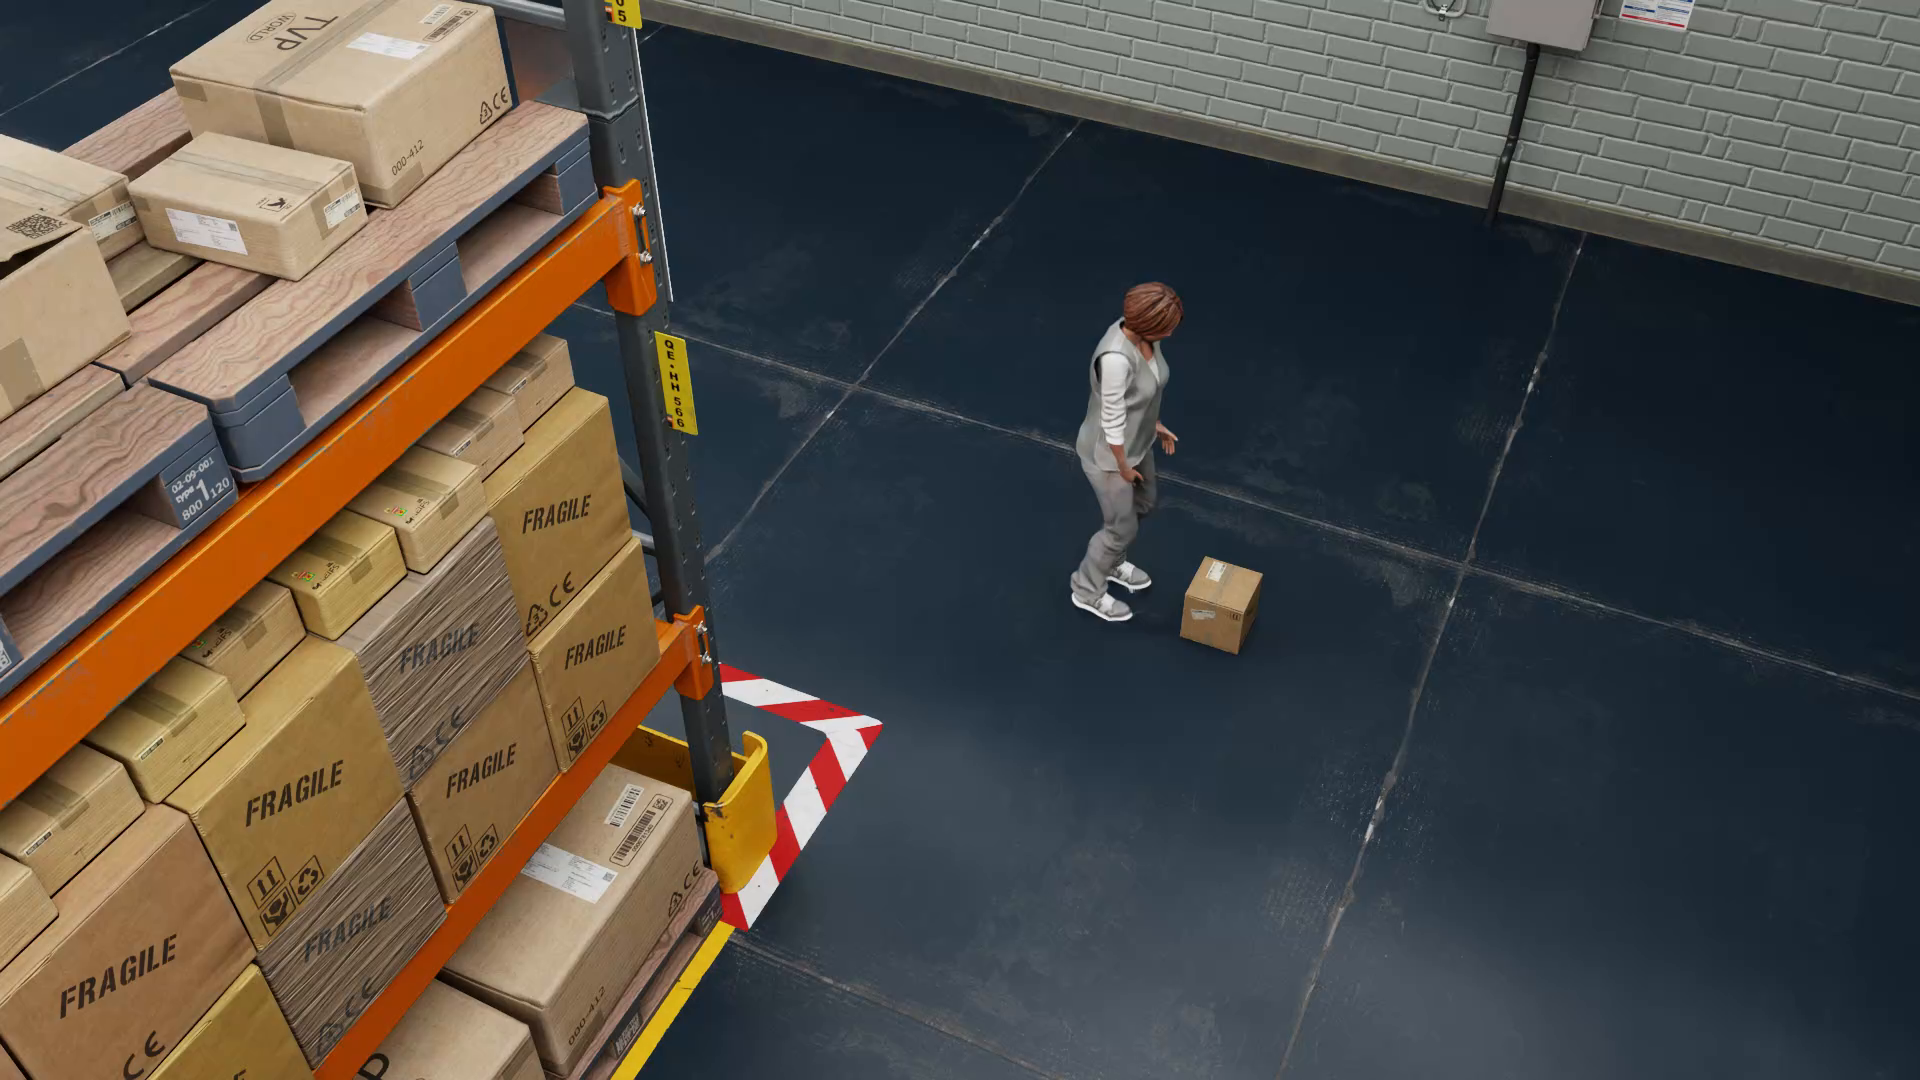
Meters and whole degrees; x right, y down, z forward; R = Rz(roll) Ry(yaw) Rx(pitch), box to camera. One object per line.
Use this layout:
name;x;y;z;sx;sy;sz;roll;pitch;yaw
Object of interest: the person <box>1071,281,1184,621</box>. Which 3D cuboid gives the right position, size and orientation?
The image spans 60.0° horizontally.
person;0.654;-0.369;6.594;0.353;1.573;0.420;19;46;19
